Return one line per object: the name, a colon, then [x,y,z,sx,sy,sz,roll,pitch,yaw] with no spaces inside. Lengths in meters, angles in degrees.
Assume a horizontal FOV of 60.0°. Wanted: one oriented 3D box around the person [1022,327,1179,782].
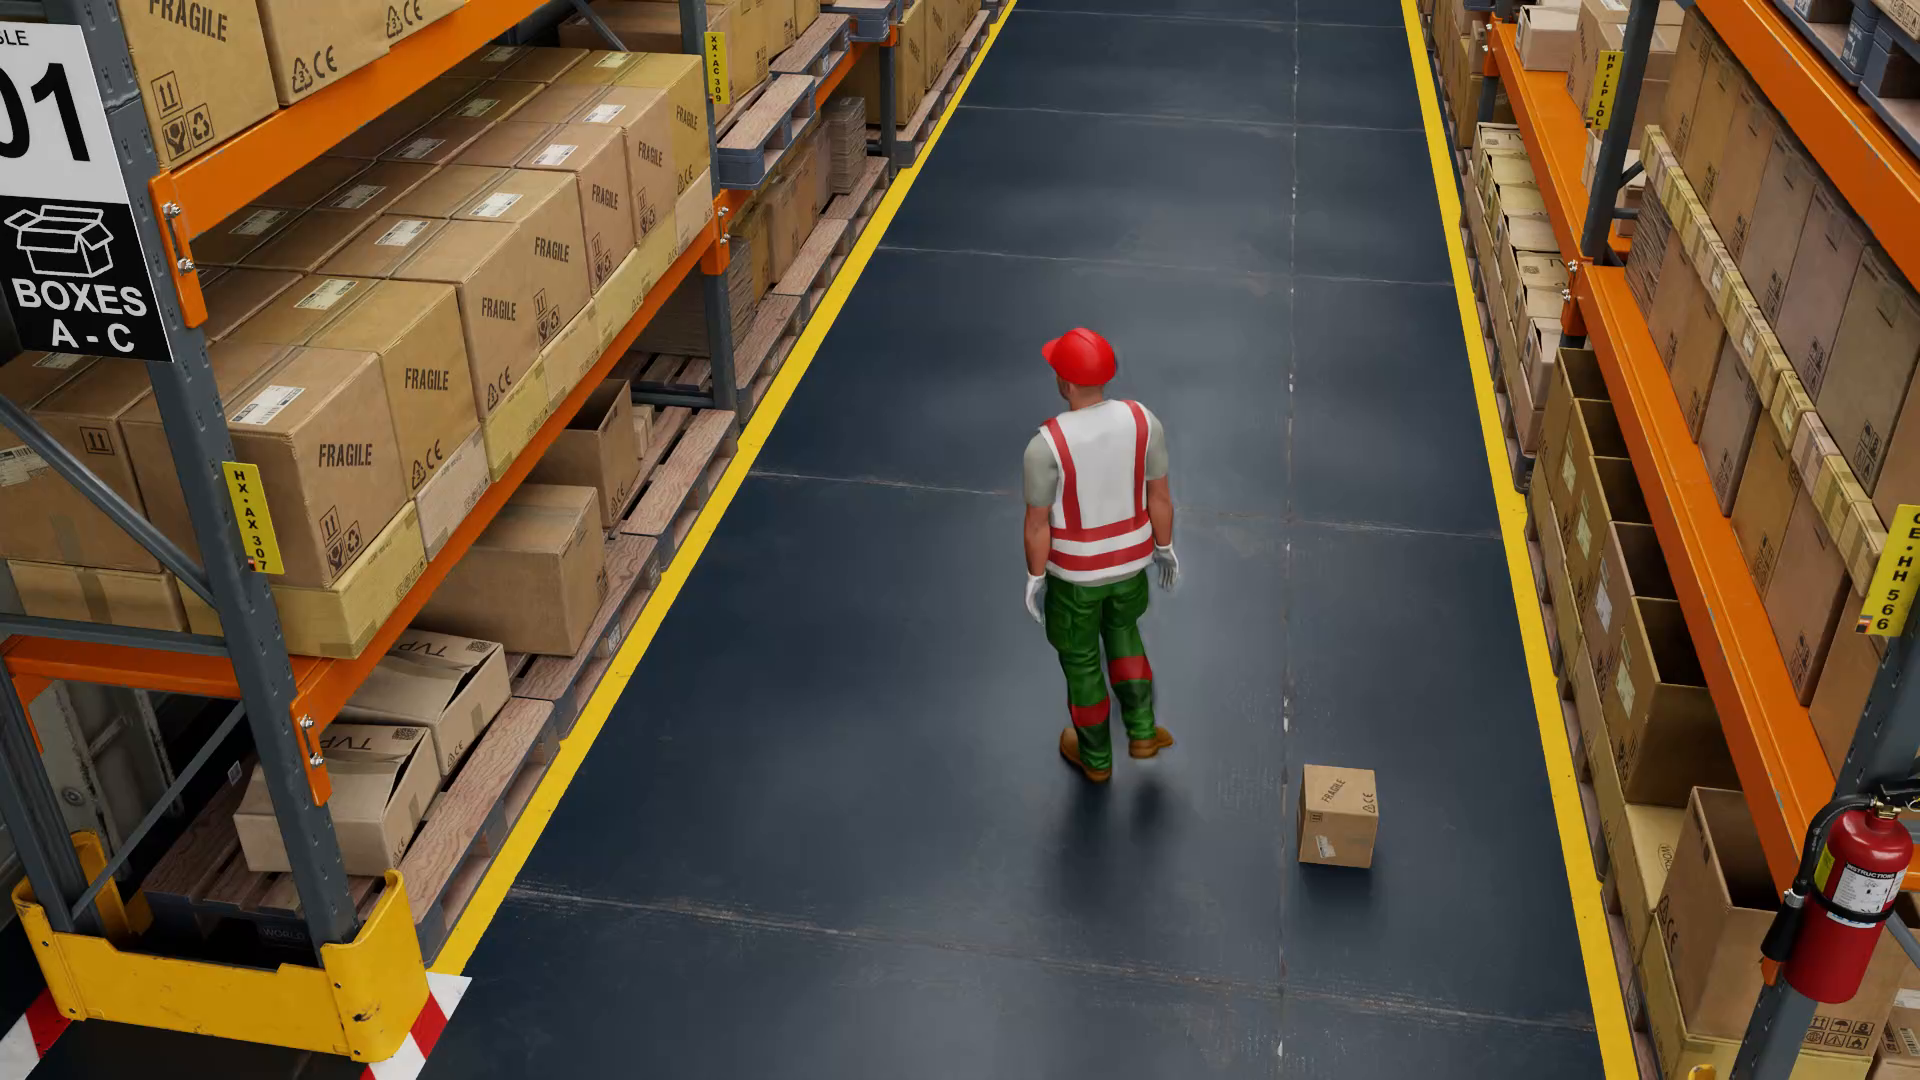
person: [0.502,0.101,5.939,0.588,1.779,0.546,-12,34,-18]
